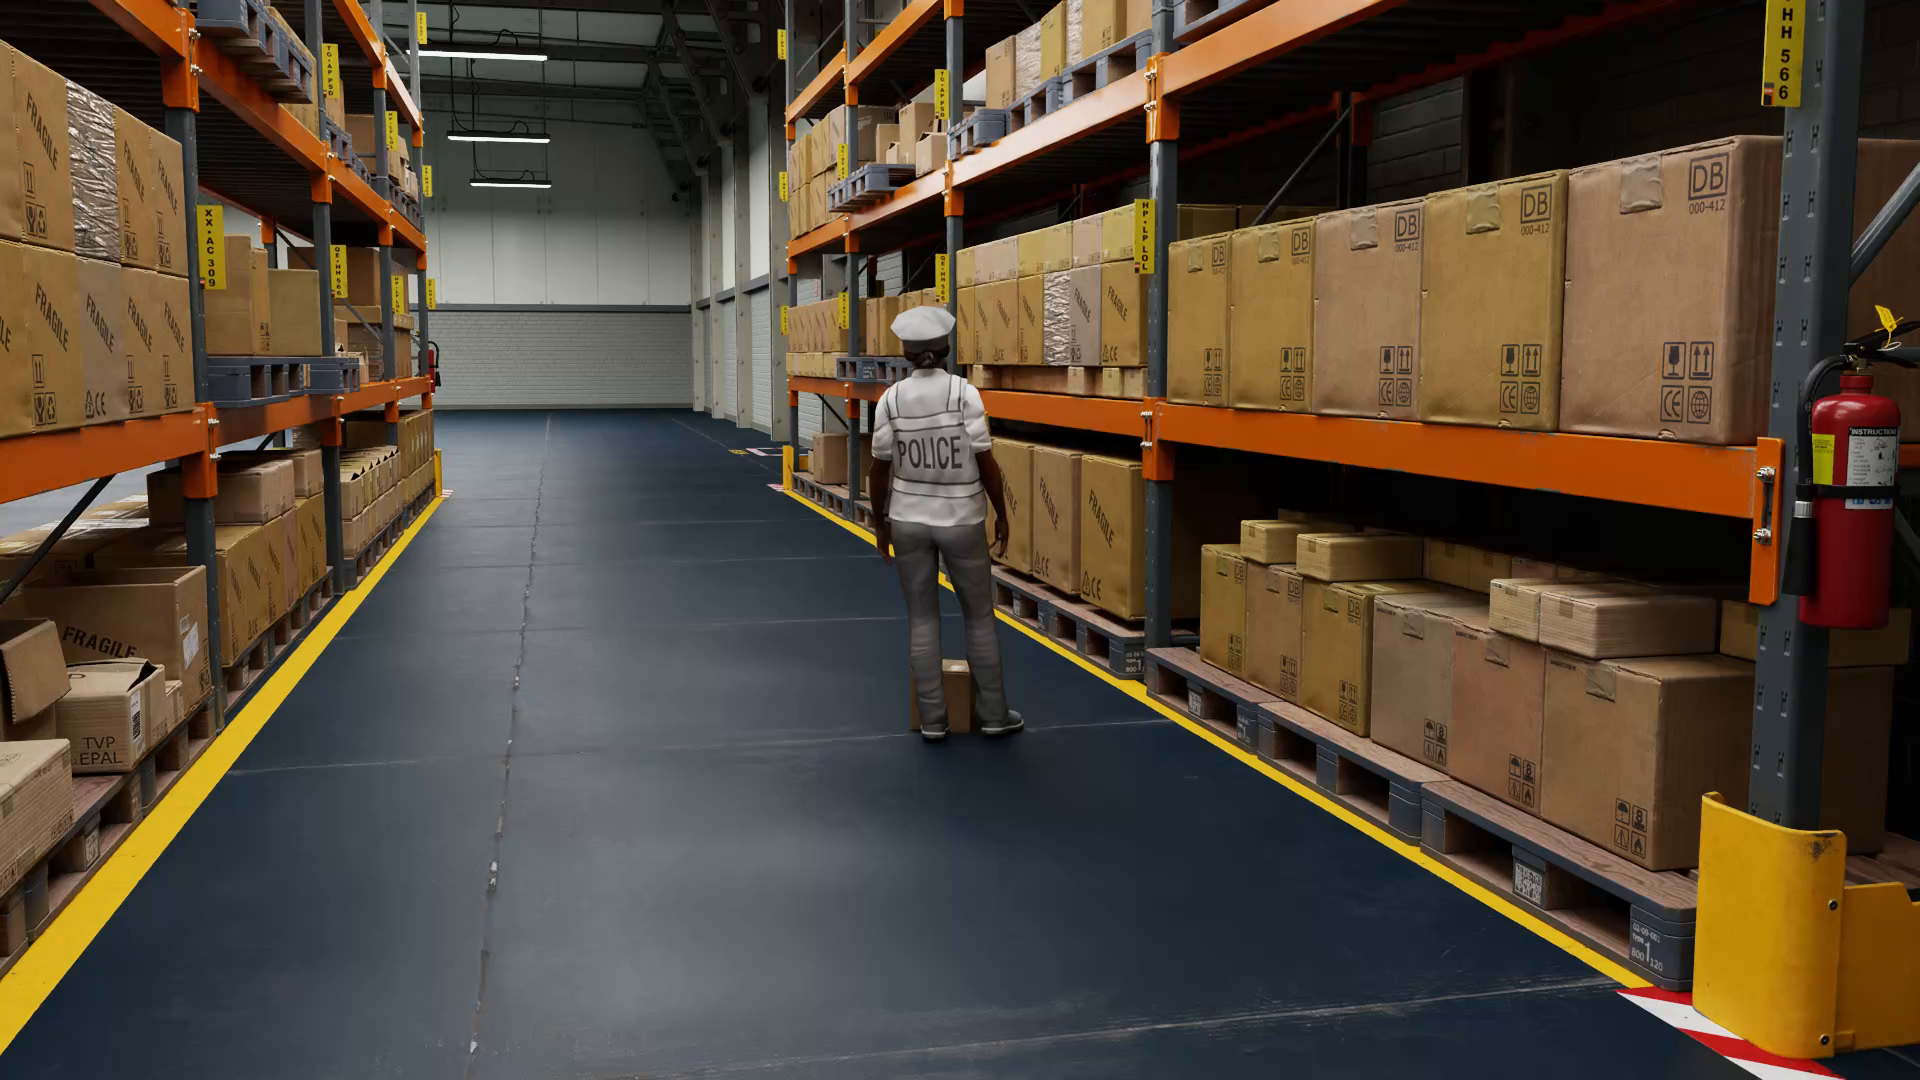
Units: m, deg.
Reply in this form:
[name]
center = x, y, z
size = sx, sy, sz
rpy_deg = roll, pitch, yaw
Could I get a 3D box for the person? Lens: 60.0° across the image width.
[person]
center = -0.057, -0.065, 6.546
size = 0.569, 1.695, 0.530
rpy_deg = 1, 6, 11
